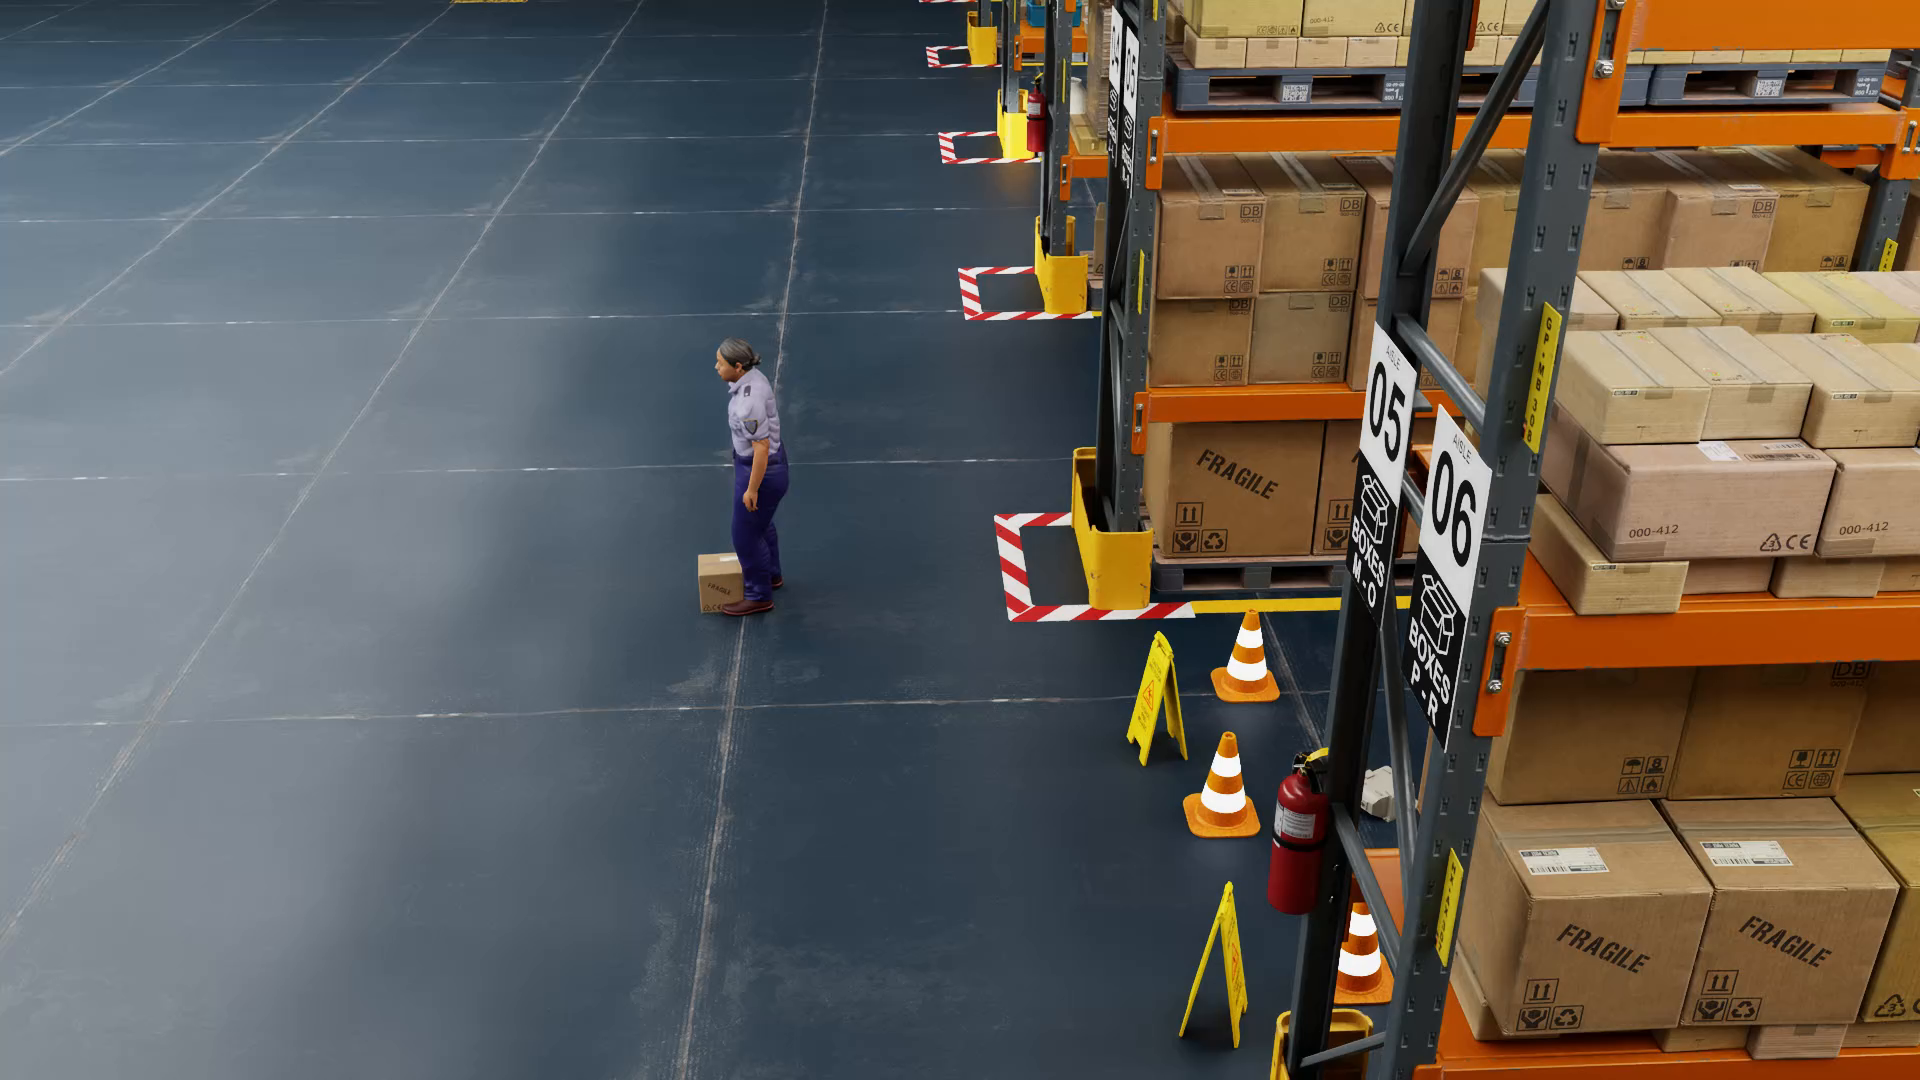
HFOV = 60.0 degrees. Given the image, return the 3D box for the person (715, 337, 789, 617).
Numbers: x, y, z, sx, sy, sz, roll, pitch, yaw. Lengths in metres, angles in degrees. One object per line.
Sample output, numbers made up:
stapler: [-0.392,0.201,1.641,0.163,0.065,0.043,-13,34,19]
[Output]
person: [-1.178,-0.376,9.344,0.426,1.651,0.562,-3,28,-6]
